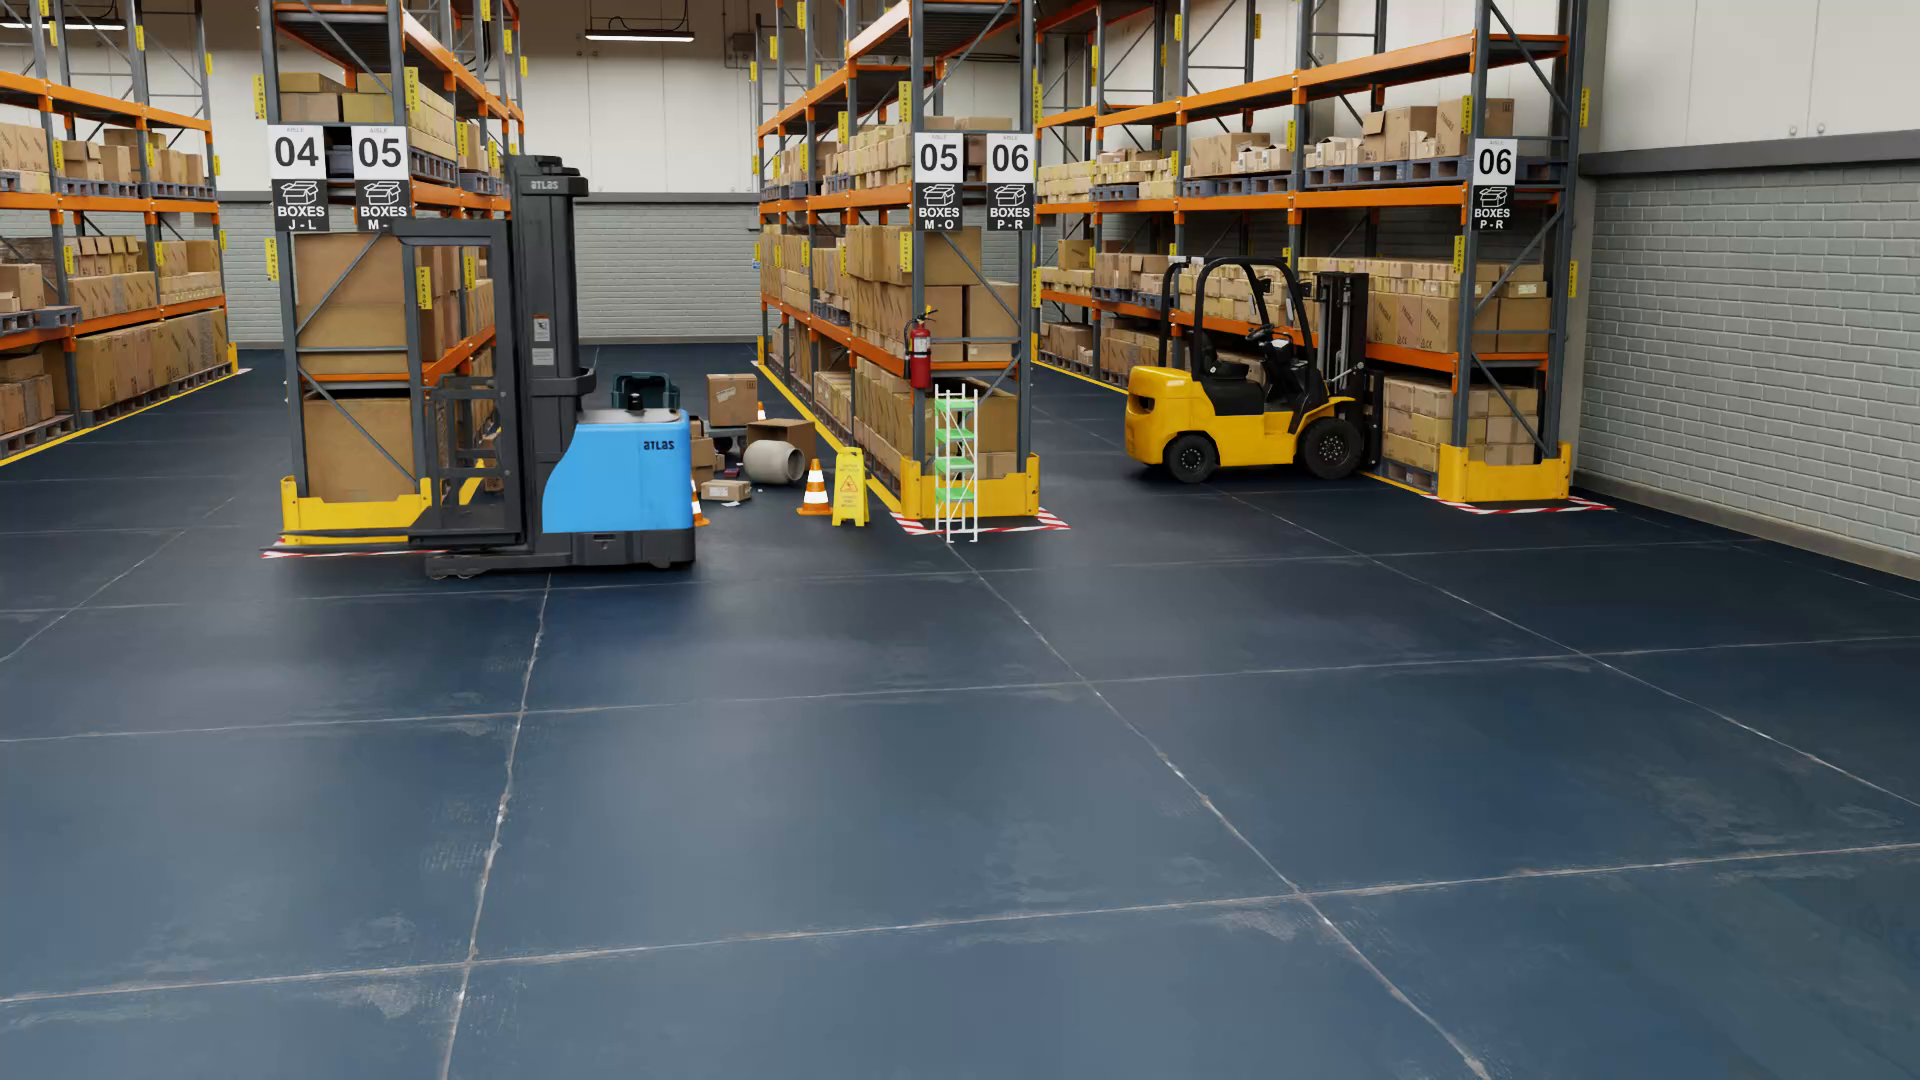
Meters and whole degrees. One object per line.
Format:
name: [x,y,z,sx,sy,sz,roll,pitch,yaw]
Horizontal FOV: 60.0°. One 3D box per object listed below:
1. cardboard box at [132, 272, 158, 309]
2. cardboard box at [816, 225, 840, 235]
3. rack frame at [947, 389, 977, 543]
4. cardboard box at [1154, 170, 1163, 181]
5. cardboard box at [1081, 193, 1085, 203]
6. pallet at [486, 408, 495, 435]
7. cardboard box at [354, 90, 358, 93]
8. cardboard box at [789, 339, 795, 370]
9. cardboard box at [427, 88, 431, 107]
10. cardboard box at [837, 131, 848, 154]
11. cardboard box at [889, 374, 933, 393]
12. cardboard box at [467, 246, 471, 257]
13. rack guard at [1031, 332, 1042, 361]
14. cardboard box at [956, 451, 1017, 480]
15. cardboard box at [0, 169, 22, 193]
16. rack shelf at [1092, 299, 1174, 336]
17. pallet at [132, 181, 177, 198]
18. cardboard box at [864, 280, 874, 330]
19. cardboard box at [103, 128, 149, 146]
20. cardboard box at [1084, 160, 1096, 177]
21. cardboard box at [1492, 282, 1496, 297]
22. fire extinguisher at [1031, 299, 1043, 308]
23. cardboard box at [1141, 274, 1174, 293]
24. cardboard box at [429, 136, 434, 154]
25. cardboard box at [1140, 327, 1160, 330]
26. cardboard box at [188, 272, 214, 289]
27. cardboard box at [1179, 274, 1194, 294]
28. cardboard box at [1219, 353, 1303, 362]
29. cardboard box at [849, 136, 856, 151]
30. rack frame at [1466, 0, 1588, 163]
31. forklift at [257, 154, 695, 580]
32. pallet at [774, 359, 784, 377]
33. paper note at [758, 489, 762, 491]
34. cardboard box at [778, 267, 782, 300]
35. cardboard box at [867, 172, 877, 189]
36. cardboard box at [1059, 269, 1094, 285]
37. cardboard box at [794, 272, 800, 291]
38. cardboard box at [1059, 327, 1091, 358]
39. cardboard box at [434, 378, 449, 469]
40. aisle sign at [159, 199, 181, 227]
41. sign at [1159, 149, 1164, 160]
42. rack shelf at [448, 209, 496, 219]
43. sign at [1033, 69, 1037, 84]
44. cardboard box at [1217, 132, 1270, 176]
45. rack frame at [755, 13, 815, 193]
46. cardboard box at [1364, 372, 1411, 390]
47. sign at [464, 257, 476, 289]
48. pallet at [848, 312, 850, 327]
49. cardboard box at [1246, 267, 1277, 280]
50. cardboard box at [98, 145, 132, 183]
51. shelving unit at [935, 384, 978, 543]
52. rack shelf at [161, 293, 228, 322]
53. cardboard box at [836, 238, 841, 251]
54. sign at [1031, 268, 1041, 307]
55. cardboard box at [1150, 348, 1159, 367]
cardboard box: [-11.596,-3.499,23.290,0.500,0.500,0.500,-2,11,-11]
cardboard box: [-2.041,-4.812,25.781,0.380,0.149,0.250,-2,11,-12]
rack frame: [0.015,-0.575,13.009,0.240,1.200,0.015,-2,11,-11]
cardboard box: [2.959,-5.127,23.423,0.380,0.149,0.250,-2,11,-11]
cardboard box: [2.186,-5.567,27.073,0.380,0.149,0.250,-2,11,-9]
pallet: [-6.212,-1.437,20.180,1.003,0.211,1.213,-2,11,-11]
cardboard box: [-5.480,-3.859,14.577,0.380,0.149,0.250,-2,11,-11]
cardboard box: [-2.251,-2.953,26.417,0.875,0.438,0.875,-2,11,-12]
cardboard box: [-4.735,-3.790,14.212,0.380,0.149,0.250,-2,11,-12]
cardboard box: [-1.136,-4.559,19.043,0.500,0.250,0.500,-2,11,-10]
cardboard box: [-0.449,-1.430,15.178,0.380,0.149,0.250,-2,11,-9]
cardboard box: [-6.013,-3.225,19.175,0.700,0.500,0.500,-2,11,-12]
rack guard: [1.871,-3.559,30.558,1.175,0.500,0.348,-2,11,-11]
cardboard box: [0.214,-0.699,15.076,0.500,0.250,0.500,-2,11,-11]
cardboard box: [-10.639,-3.931,18.206,0.500,0.250,0.500,-2,11,-9]
rack shelf: [3.023,-3.347,24.683,1.077,0.370,4.000,-2,11,-11]
pallet: [-12.103,-5.106,24.216,1.003,0.211,1.213,-2,11,-11]
cardboard box: [-0.660,-2.339,16.402,0.500,0.500,0.500,-2,11,-11]
cardboard box: [-12.131,-5.845,24.197,0.500,0.250,0.500,-3,11,-15]
cardboard box: [2.300,-5.943,26.642,0.500,0.250,0.500,-2,11,-11]
cardboard box: [5.046,-2.349,15.512,0.380,0.149,0.250,-2,11,-11]
fire extinguisher: [1.374,-4.590,30.493,0.296,0.674,0.183,-2,11,-11]
cardboard box: [2.890,-3.648,23.618,0.500,0.250,0.500,-3,11,-14]
cardboard box: [-4.733,-3.398,14.287,0.380,0.149,0.250,-2,11,-11]
cardboard box: [3.045,-3.259,26.125,0.380,0.149,0.250,-2,11,-11]
cardboard box: [-12.280,-4.159,26.633,0.500,0.250,0.500,-2,11,-12]
cardboard box: [3.234,-3.414,22.177,0.500,0.250,0.500,-2,11,-11]
cardboard box: [3.786,-2.015,20.991,0.875,0.625,0.625,-3,11,-13]
cardboard box: [-0.937,-4.091,17.185,0.380,0.149,0.250,-2,11,-12]
rack frame: [4.968,-4.813,14.419,1.000,3.000,0.127,-2,11,-11]
forklift: [-3.491,-1.264,12.000,3.031,2.935,1.130,-2,11,-10]
pallet: [-2.546,-2.883,27.778,1.003,0.211,1.213,-2,11,-11]
paper note: [-1.878,-0.467,15.625,0.032,0.001,0.123,-2,11,-11]
cardboard box: [-2.575,-4.011,25.980,0.500,0.500,0.500,-2,11,-10]
cardboard box: [-0.693,-3.463,16.019,0.380,0.149,0.250,-2,11,-12]
cardboard box: [2.001,-4.502,28.433,0.500,0.250,0.500,-2,11,-13]
cardboard box: [-2.022,-3.591,23.105,0.500,0.250,0.500,-2,11,-12]
cardboard box: [2.015,-3.405,28.625,0.500,0.500,0.500,-2,11,-10]
cardboard box: [-5.281,-1.100,15.511,0.875,0.875,0.875,-2,11,-11]
aisle sign: [-13.041,-5.539,27.321,0.394,0.787,0.004,-2,11,-11]
sign: [3.178,-6.009,26.287,0.100,0.325,0.005,-2,11,-11]
rack shelf: [-7.459,-5.174,26.262,1.077,0.370,4.000,-2,11,-11]
sign: [1.324,-8.226,29.638,0.100,0.325,0.005,-2,11,-11]
cardboard box: [3.512,-4.783,20.625,0.500,0.500,0.500,-2,11,-10]
rack frame: [-3.012,-7.567,28.885,1.000,3.000,0.127,-2,11,-11]
cardboard box: [4.269,-1.565,16.953,0.500,0.250,0.500,-2,11,-12]
sign: [-4.970,-2.705,16.858,0.100,0.325,0.005,-2,11,-11]
pallet: [-0.684,-2.470,18.665,1.003,0.211,1.213,-2,11,-11]
cardboard box: [3.671,-3.210,20.035,0.380,0.149,0.250,-2,11,-12]
cardboard box: [-11.832,-5.149,22.812,0.700,0.500,0.500,-2,11,-10]
shelving unit: [-0.032,-0.620,13.244,0.258,1.200,0.503,-2,11,-11]
rack shelf: [-12.344,-3.539,25.692,1.077,0.370,4.000,-2,11,-11]
cardboard box: [-1.212,-3.391,19.068,0.380,0.149,0.250,-3,11,-13]
sign: [0.632,-2.130,14.051,0.100,0.325,0.005,-2,11,-11]
cardboard box: [3.032,-2.474,23.734,0.500,0.500,0.500,-2,11,-12]
